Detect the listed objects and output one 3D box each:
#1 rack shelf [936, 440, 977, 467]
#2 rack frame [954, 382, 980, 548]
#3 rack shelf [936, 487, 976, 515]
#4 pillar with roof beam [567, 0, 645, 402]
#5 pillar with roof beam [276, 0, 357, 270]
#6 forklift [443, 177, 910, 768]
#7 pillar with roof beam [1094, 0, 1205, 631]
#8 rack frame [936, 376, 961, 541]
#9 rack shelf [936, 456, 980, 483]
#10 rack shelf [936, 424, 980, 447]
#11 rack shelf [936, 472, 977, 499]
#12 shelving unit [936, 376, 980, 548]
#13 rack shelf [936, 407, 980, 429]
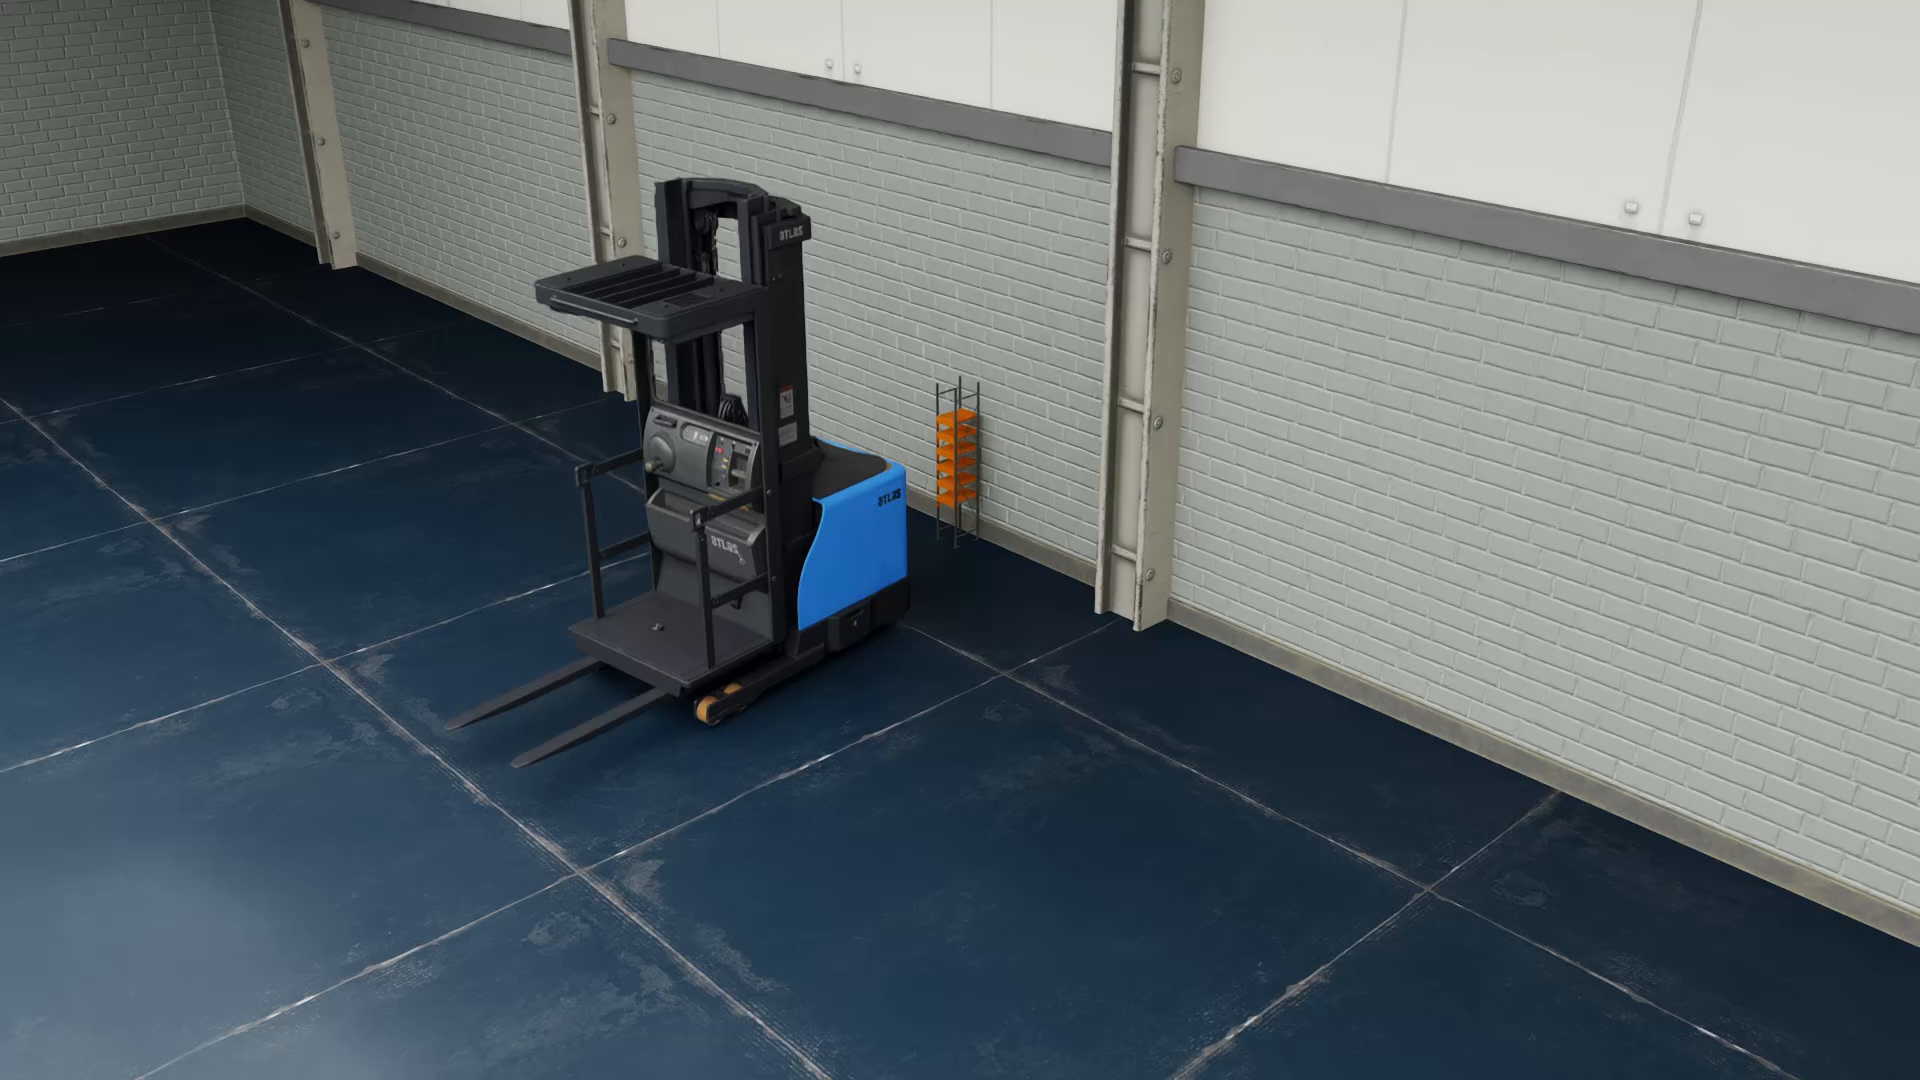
[{"bbox_3d":[-0.015,-0.616,11.769,0.258,0.103,0.180,-22,32,-39],"label":"rack shelf"},{"bbox_3d":[0.049,-0.520,11.740,0.240,1.200,0.006,-22,32,-39],"label":"rack frame"},{"bbox_3d":[-0.015,-0.288,11.918,0.258,0.103,0.180,-22,32,-39],"label":"rack shelf"},{"bbox_3d":[-6.110,-4.201,10.414,9.100,9.000,0.400,-21,32,-38],"label":"pillar with roof beam"},{"bbox_3d":[-10.211,-6.019,14.398,9.100,9.000,0.400,-21,32,-38],"label":"pillar with roof beam"},{"bbox_3d":[-1.653,-0.490,9.589,1.130,2.935,3.031,19,31,35],"label":"forklift"},{"bbox_3d":[-2.009,-2.383,6.429,9.100,9.000,0.400,-21,32,-38],"label":"pillar with roof beam"},{"bbox_3d":[-0.079,-0.574,11.860,0.240,1.200,0.006,-22,32,-39],"label":"rack frame"},{"bbox_3d":[-0.015,-0.507,11.819,0.258,0.103,0.180,-22,32,-39],"label":"rack shelf"},{"bbox_3d":[-0.015,-0.725,11.719,0.258,0.103,0.180,-22,32,-39],"label":"rack shelf"},{"bbox_3d":[-0.015,-0.397,11.868,0.258,0.103,0.180,-22,32,-39],"label":"rack shelf"},{"bbox_3d":[-0.015,-0.547,11.800,0.258,1.200,0.189,-22,32,-39],"label":"shelving unit"},{"bbox_3d":[-0.015,-0.834,11.669,0.258,0.103,0.180,-22,32,-39],"label":"rack shelf"}]
